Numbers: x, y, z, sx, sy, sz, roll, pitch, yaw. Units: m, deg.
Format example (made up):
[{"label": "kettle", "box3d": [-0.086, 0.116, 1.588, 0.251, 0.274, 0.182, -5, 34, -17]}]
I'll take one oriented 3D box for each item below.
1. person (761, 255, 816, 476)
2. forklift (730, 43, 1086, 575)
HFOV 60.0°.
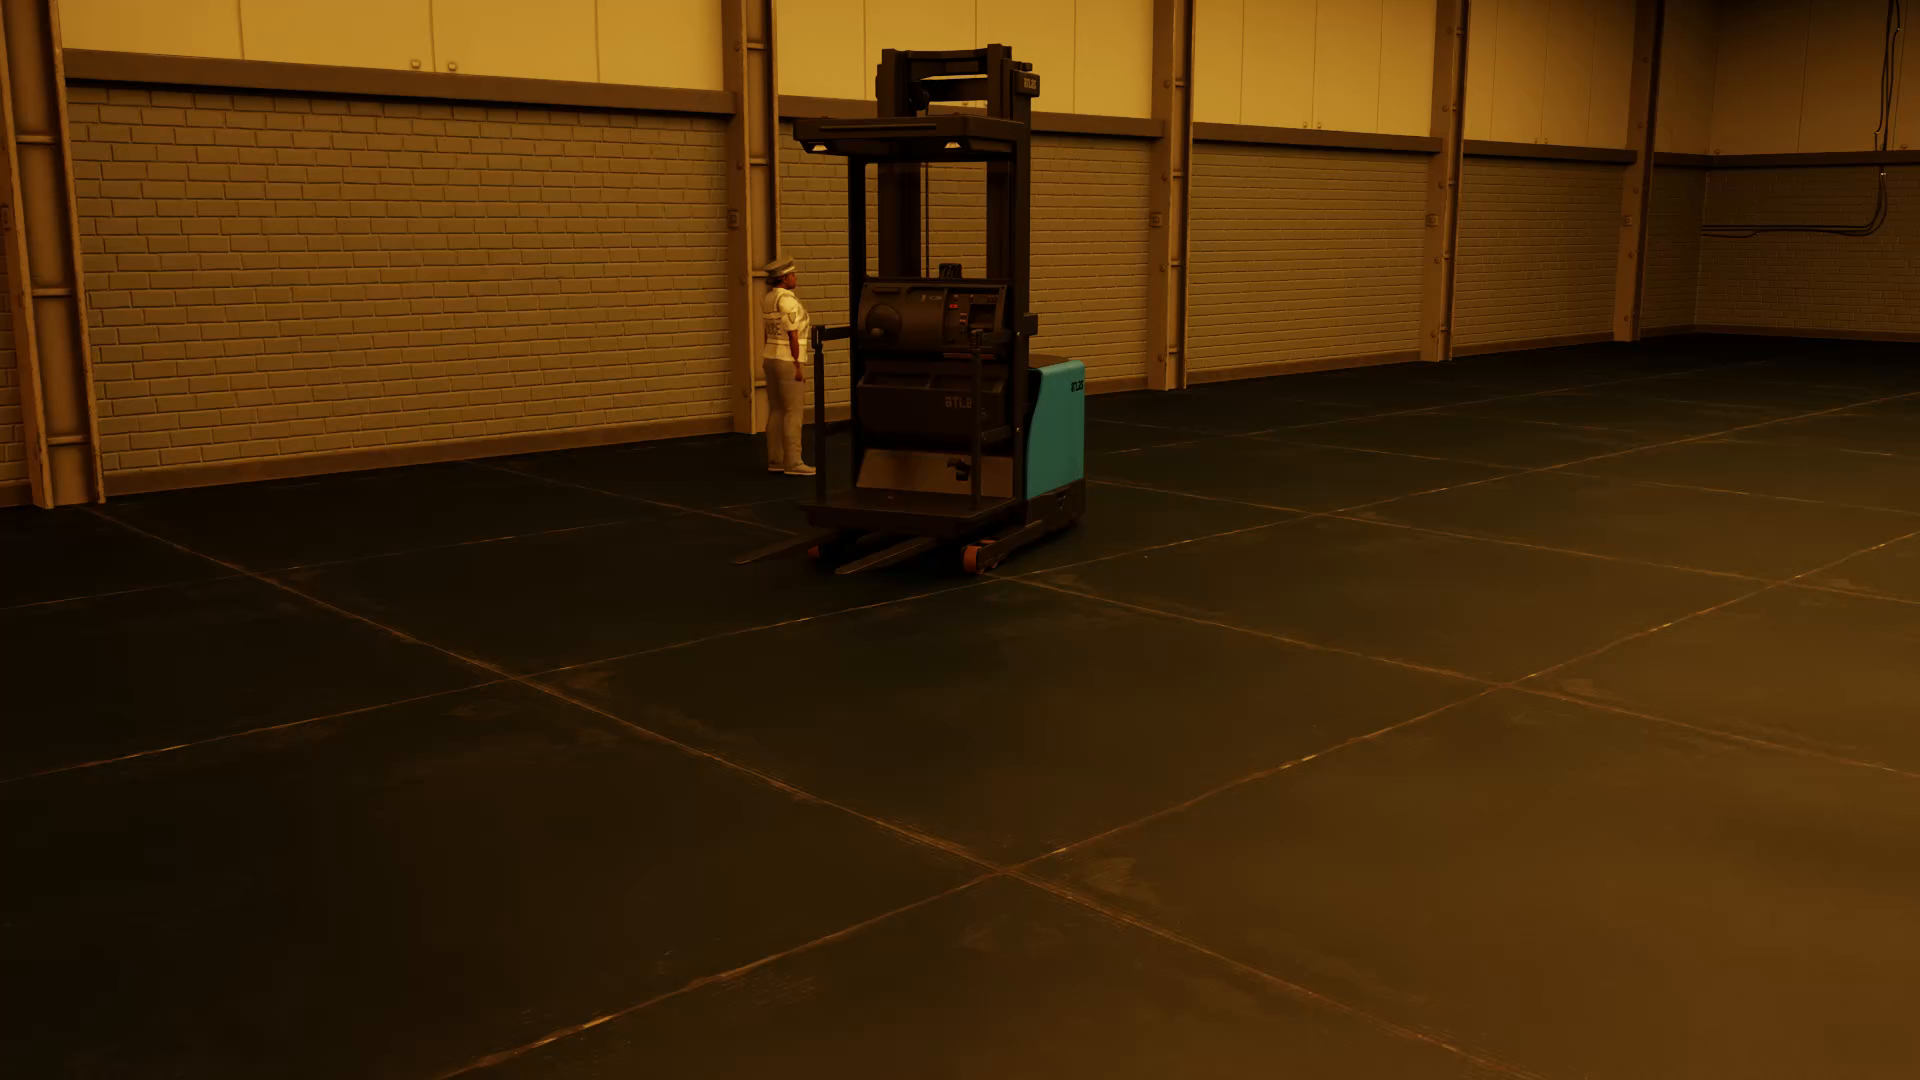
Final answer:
[{"label": "person", "box3d": [-1.343, -1.356, 12.946, 0.352, 1.694, 0.453, -8, 13, -35]}, {"label": "forklift", "box3d": [-0.252, -1.336, 9.520, 1.130, 2.935, 3.031, 5, 12, 24]}]
